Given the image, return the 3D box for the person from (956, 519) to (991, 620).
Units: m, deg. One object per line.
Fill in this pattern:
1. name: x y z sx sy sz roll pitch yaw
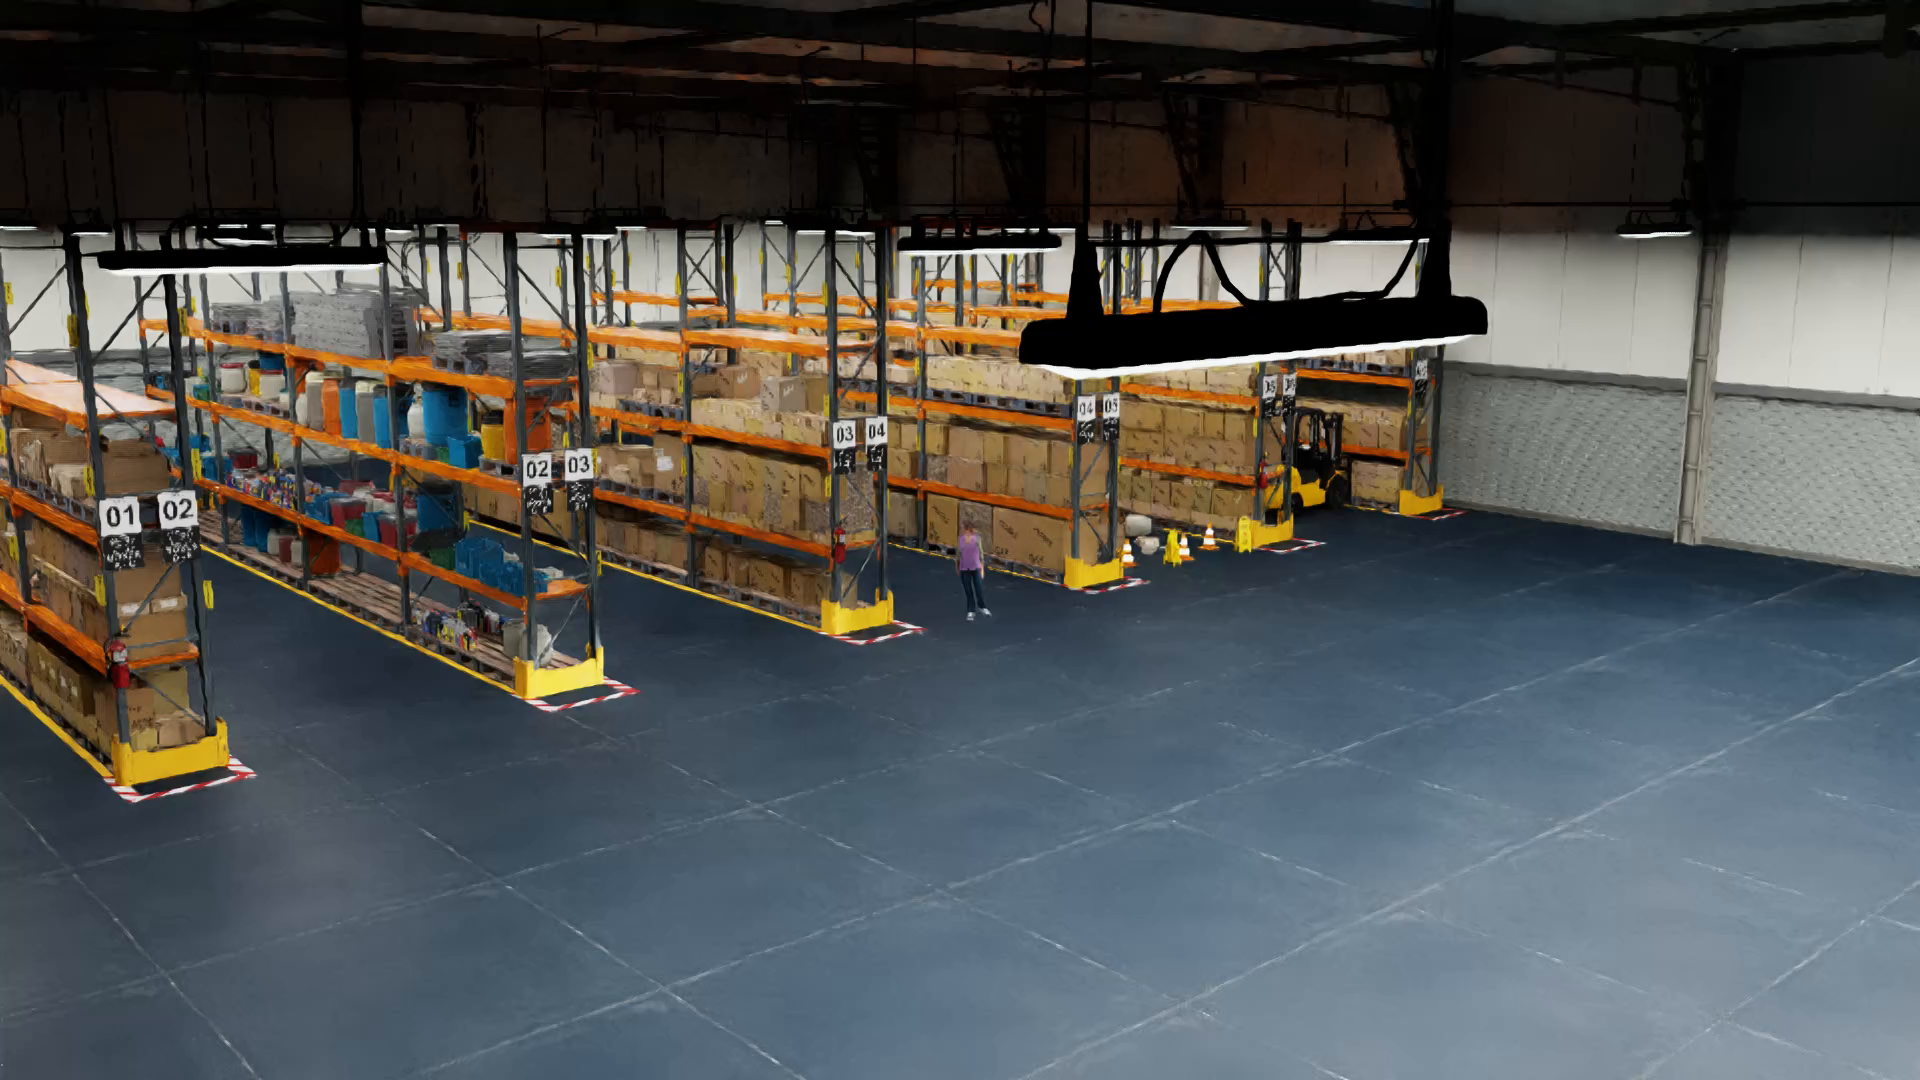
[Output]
1. person: 0.202 0.451 25.575 0.550 1.589 0.397 3 12 15

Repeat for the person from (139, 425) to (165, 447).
1. person: -17.431 -1.664 35.867 0.586 1.677 0.969 -4 12 -18
